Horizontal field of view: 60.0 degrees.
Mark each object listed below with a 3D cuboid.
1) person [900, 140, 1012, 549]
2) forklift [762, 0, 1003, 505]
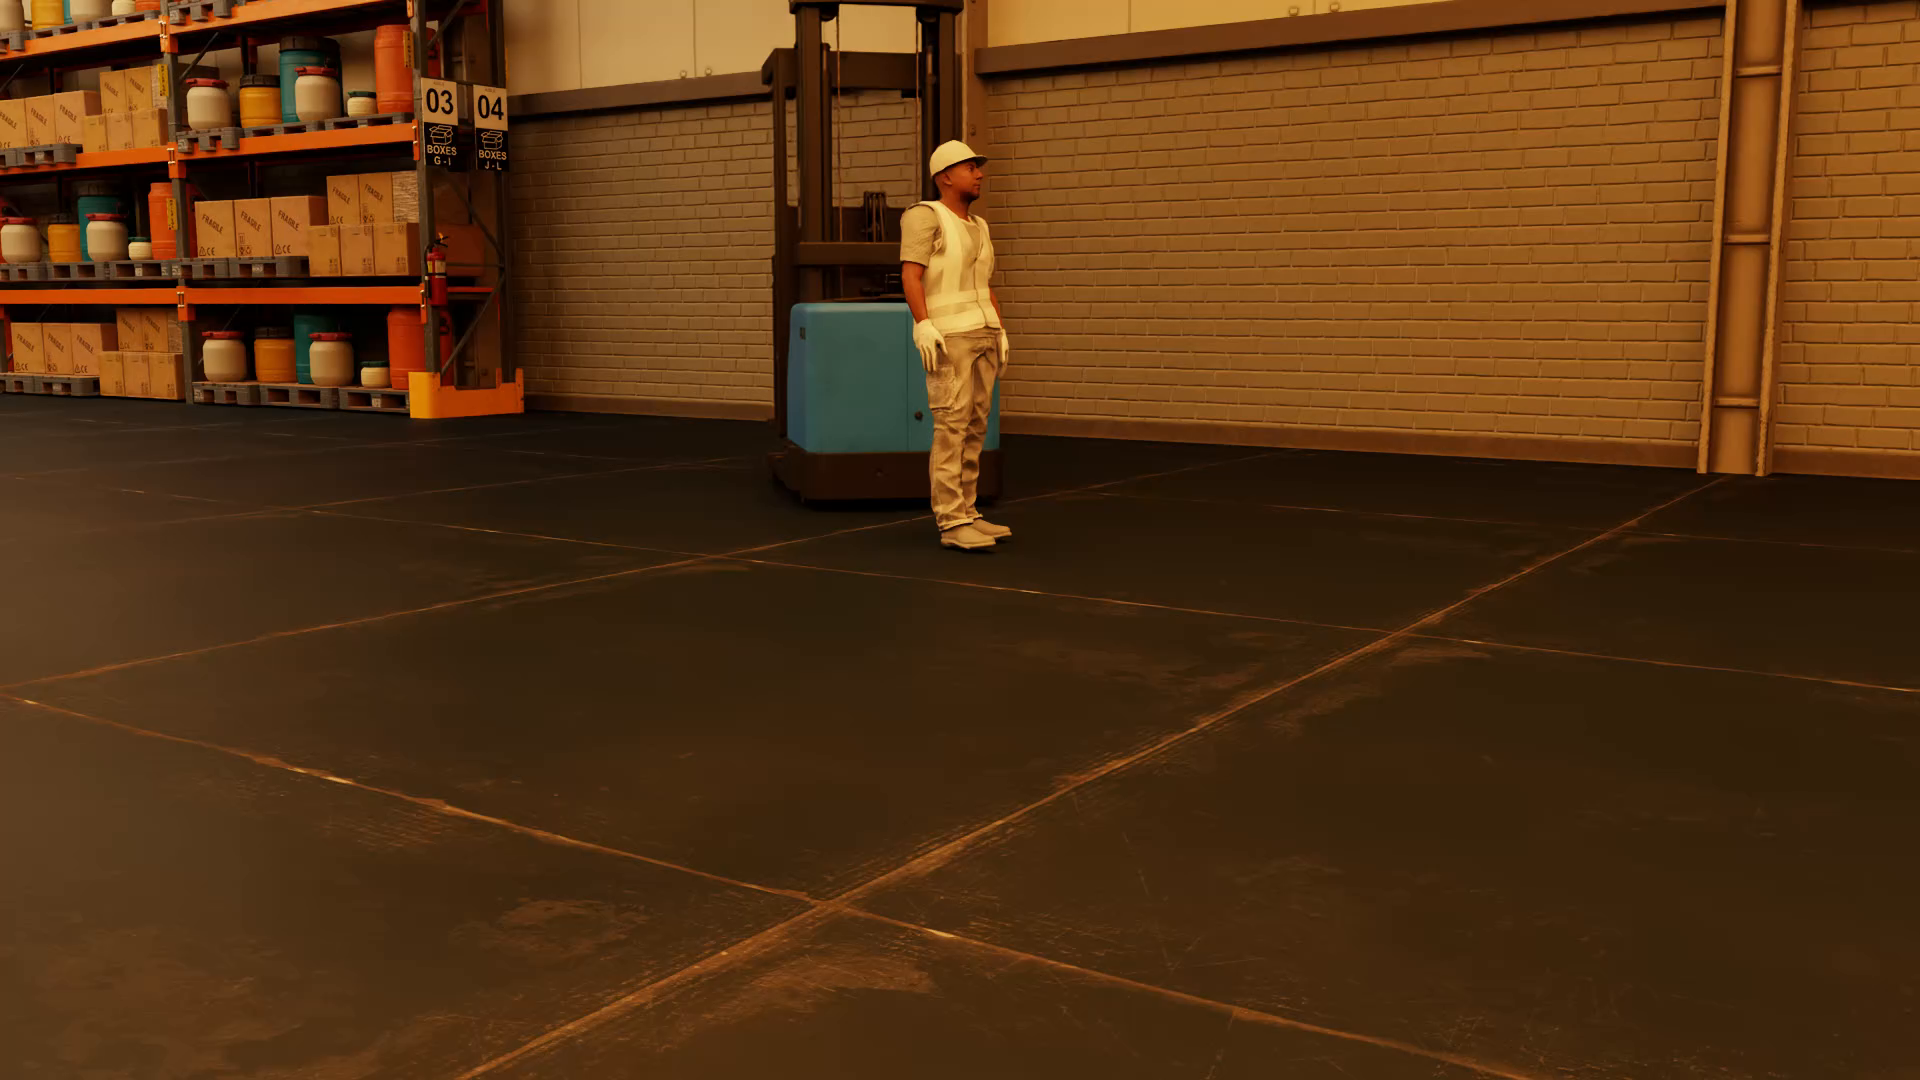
[{"bbox_3d":[0.056,-0.883,7.431,0.575,1.784,0.656,5,10,34],"label":"person"},{"bbox_3d":[-0.580,-1.806,9.894,1.130,2.935,3.031,-2,8,-12],"label":"forklift"}]
